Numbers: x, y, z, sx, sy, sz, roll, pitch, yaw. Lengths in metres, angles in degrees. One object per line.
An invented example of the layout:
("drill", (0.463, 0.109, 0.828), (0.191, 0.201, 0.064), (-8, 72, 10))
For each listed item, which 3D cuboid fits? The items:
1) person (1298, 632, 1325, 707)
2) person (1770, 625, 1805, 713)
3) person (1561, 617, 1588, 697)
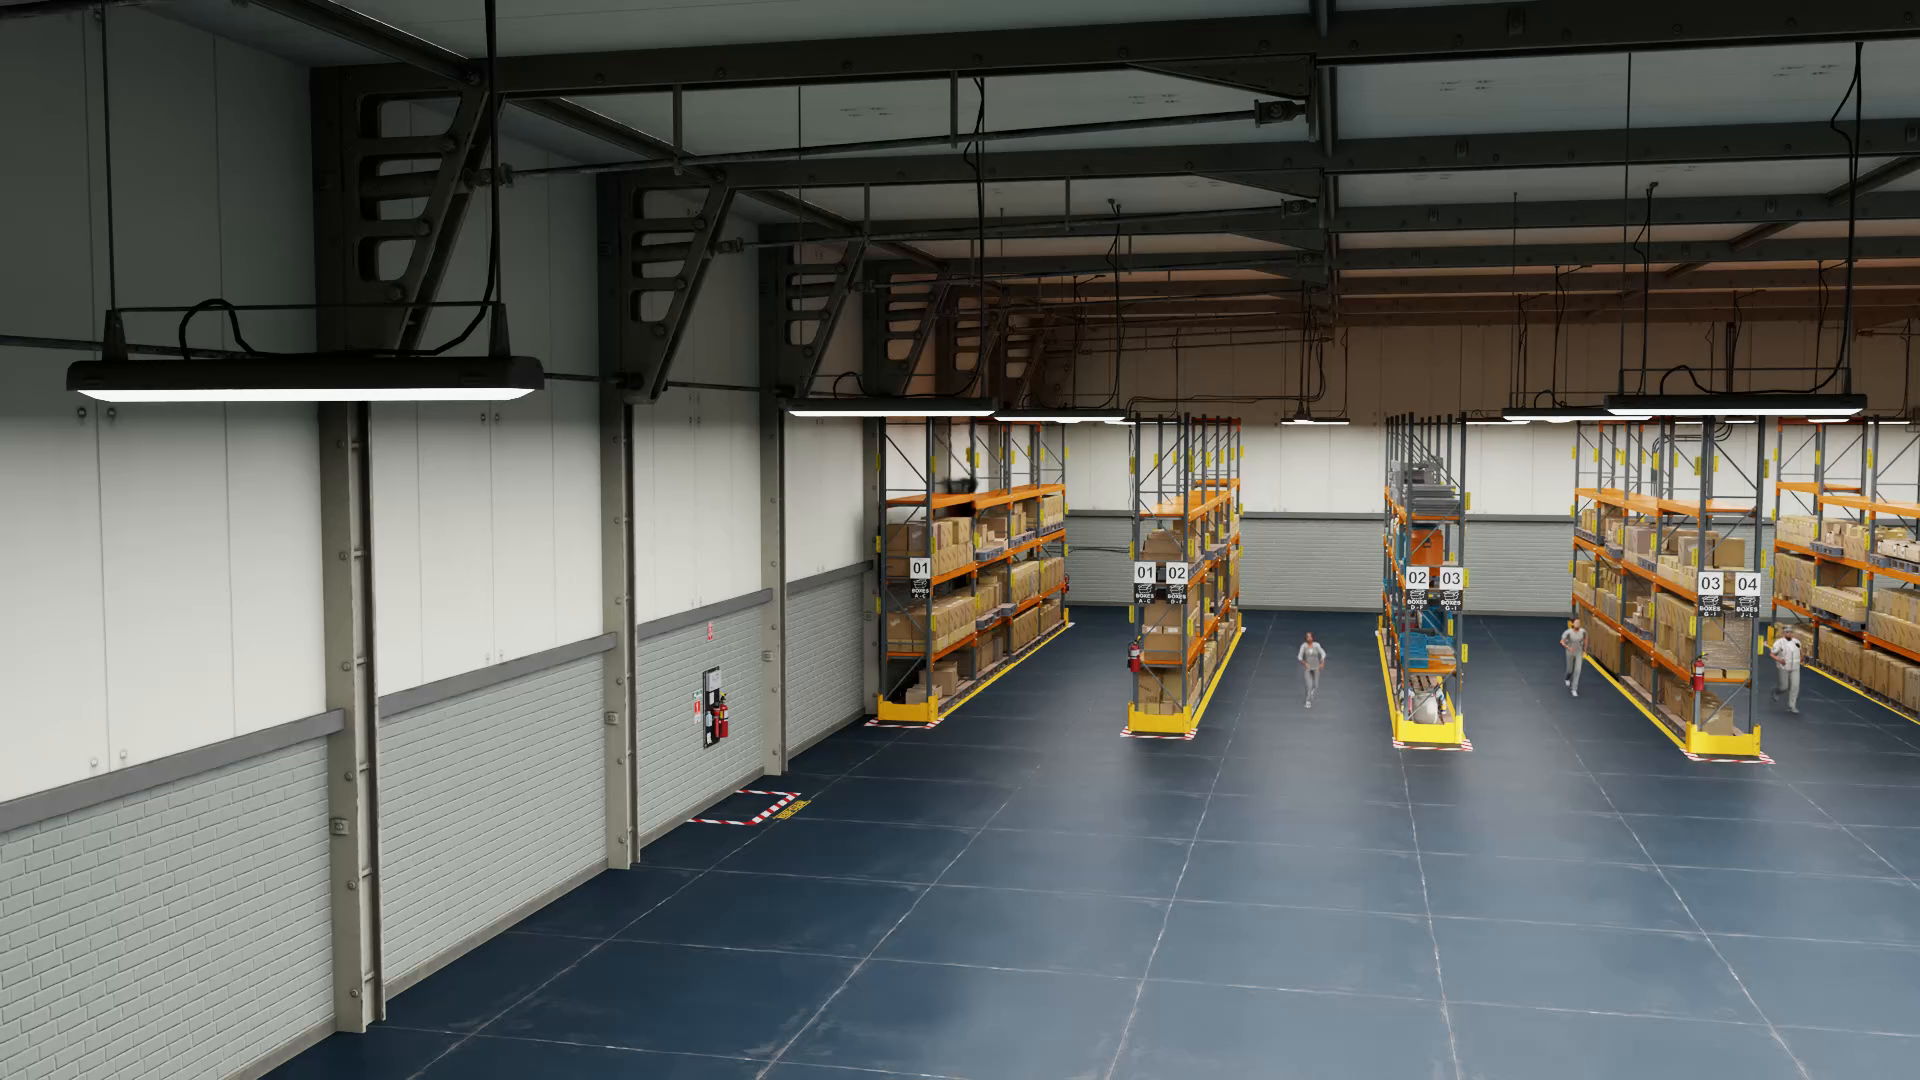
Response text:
("person", (7.187, 2.653, 34.007), (0.560, 1.558, 0.605), (1, 4, 9))
("person", (16.750, 2.580, 33.614), (0.678, 1.747, 0.917), (0, 4, 5))
("person", (13.218, 2.479, 35.788), (0.588, 1.661, 0.957), (0, 4, 6))
